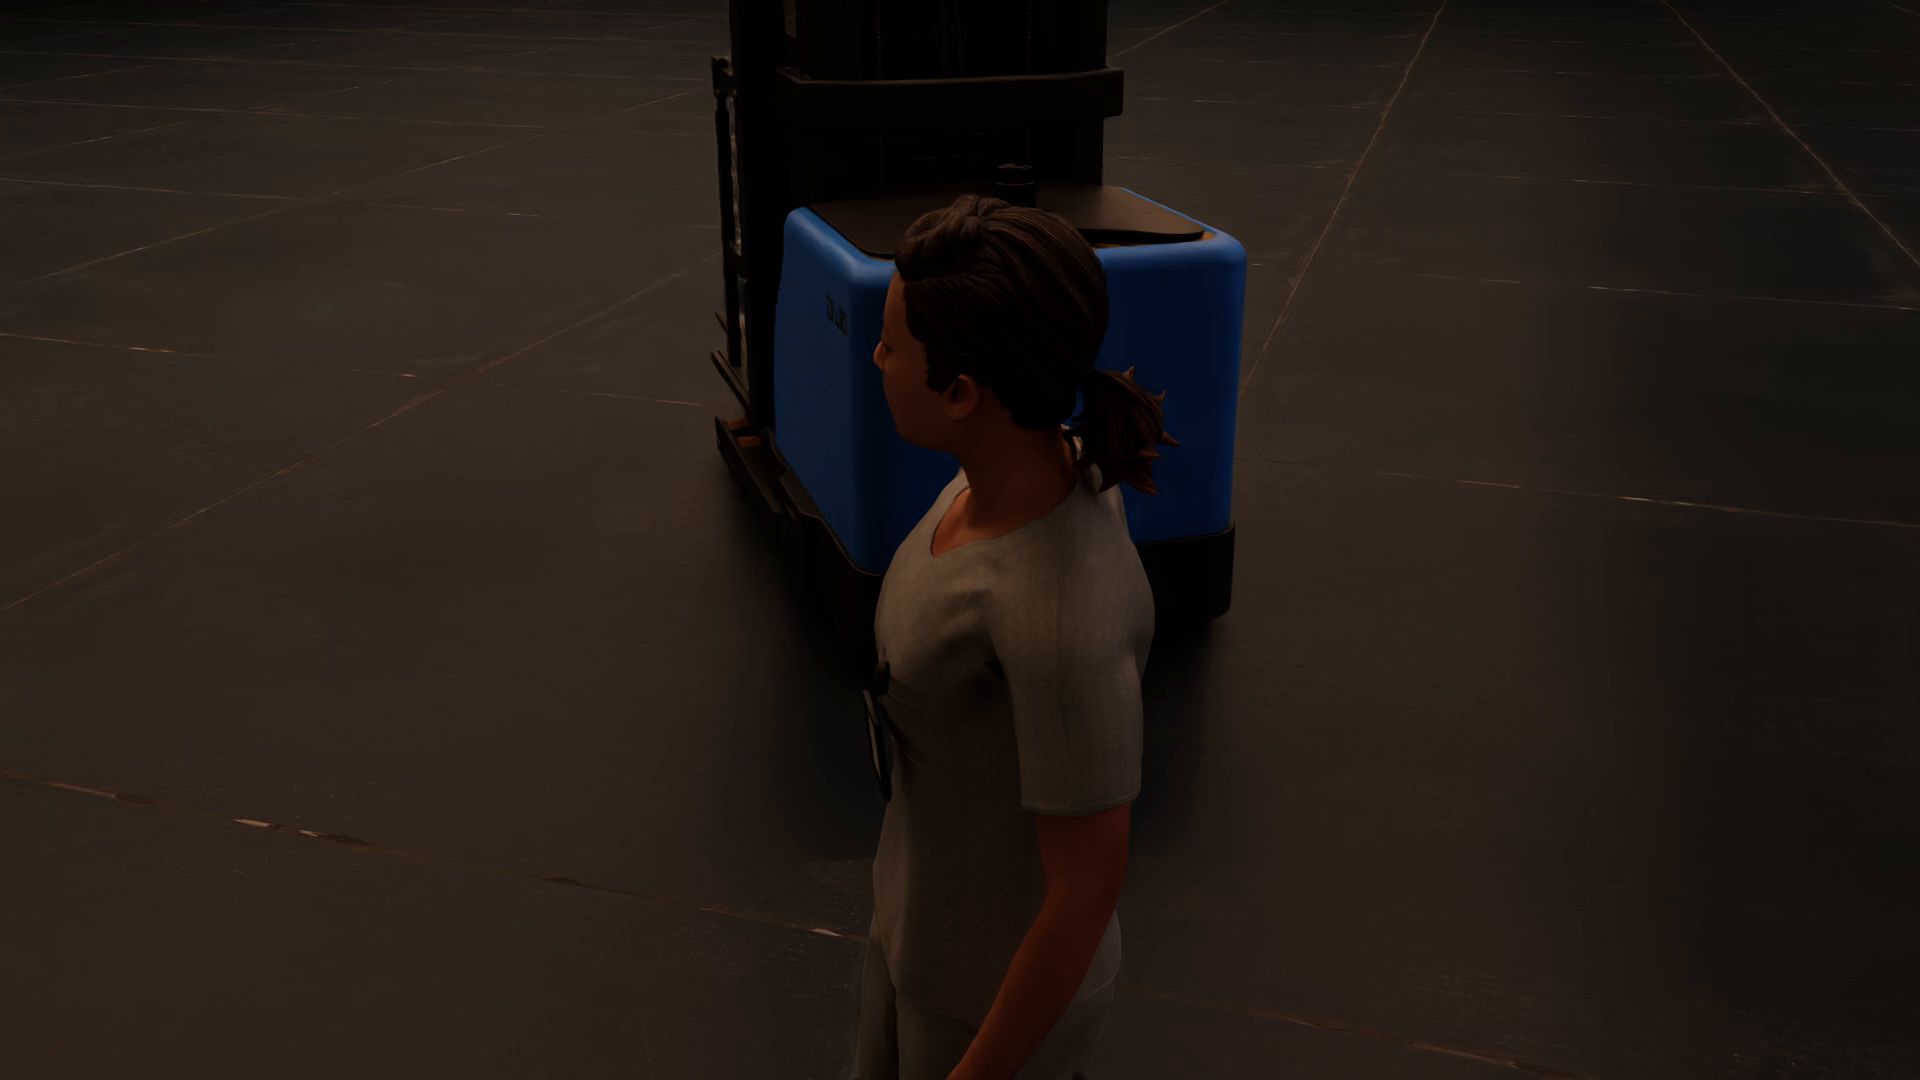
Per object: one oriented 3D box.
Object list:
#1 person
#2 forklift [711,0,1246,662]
[{"bbox_3d":[-0.048,0.451,1.840,0.507,1.671,0.606,-4,23,-9],"label":"person"},{"bbox_3d":[-0.206,-1.578,5.101,1.130,2.935,3.031,-7,23,-16],"label":"forklift"}]
